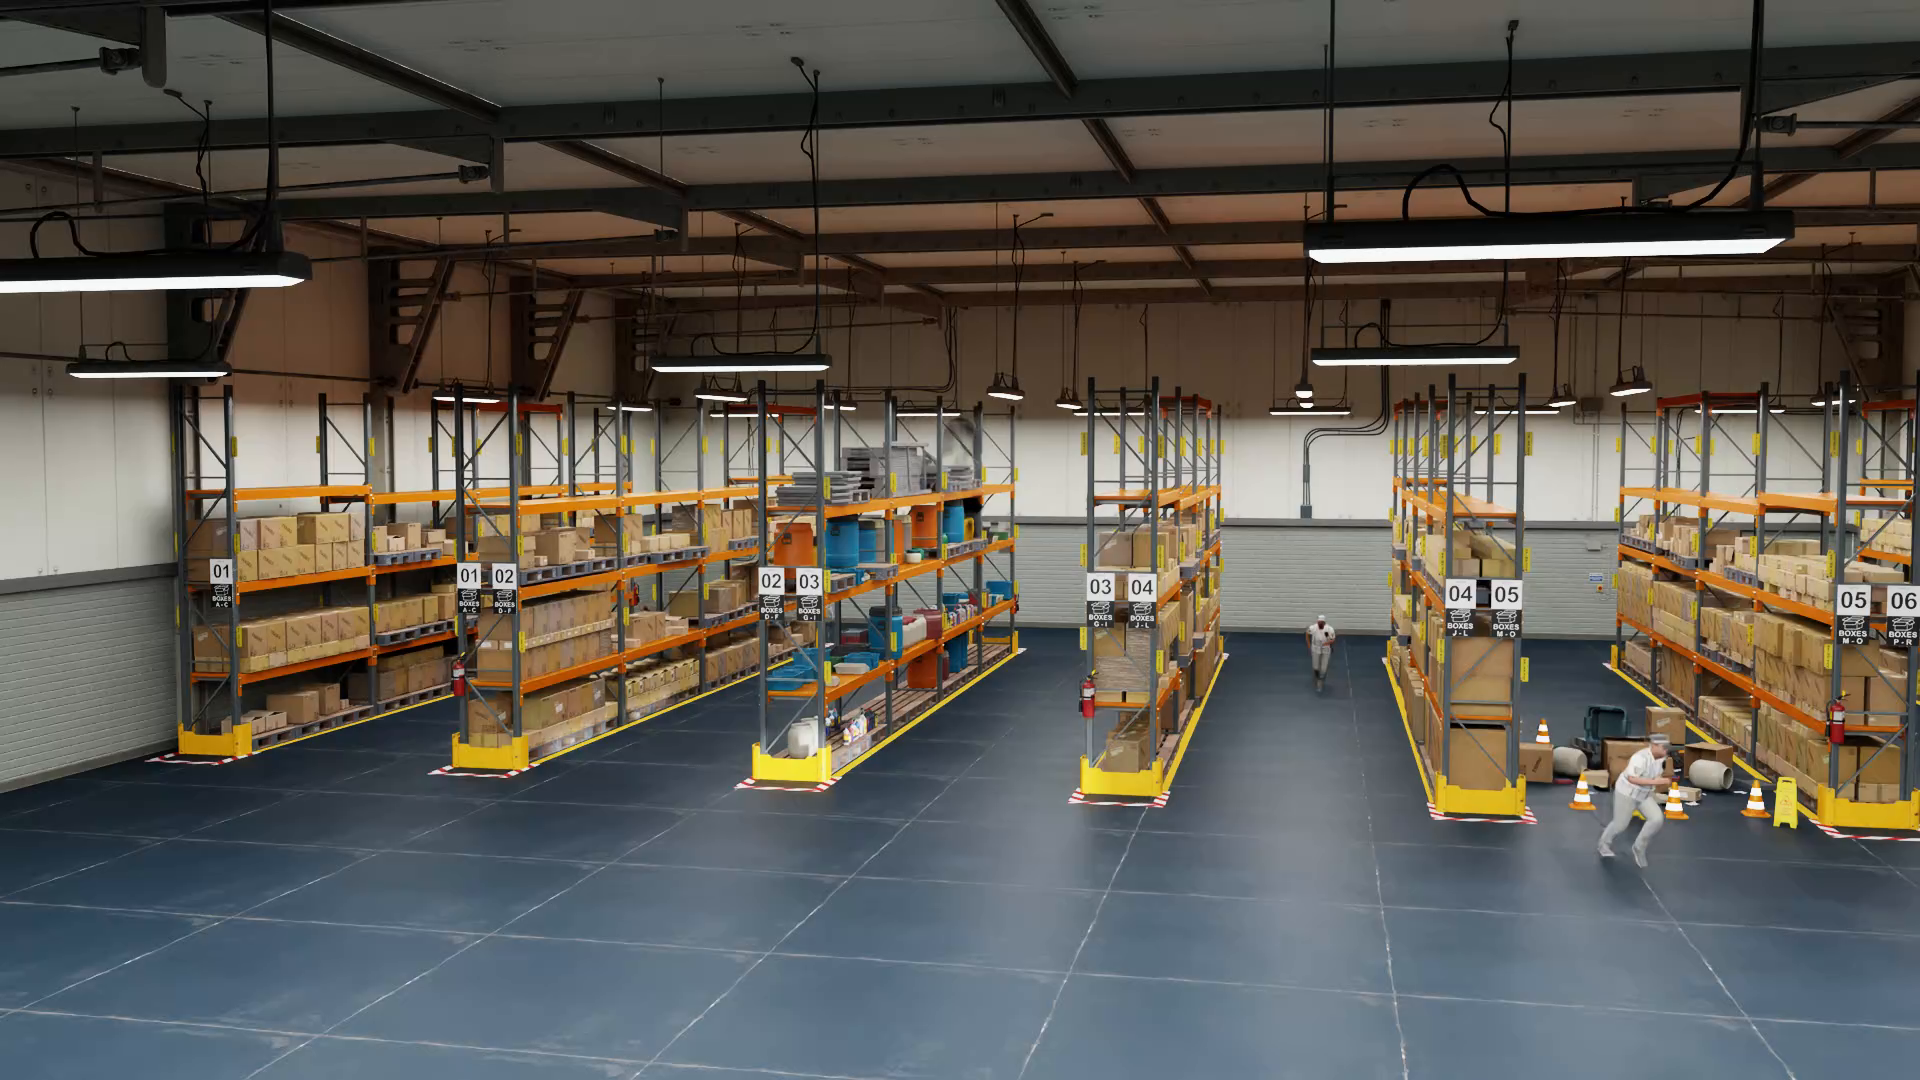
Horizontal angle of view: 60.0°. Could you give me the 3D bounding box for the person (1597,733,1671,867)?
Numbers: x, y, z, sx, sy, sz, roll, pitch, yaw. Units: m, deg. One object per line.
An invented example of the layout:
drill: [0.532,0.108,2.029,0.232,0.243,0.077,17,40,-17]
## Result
person: [8.110,3.104,19.905,0.702,1.664,1.012,-2,4,-30]

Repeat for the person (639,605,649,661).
person: [-6.790,2.192,35.790,0.537,1.560,0.874,0,3,7]

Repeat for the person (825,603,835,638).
person: [-3.500,1.746,43.307,0.578,1.660,0.634,3,4,39]

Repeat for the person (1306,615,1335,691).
person: [7.371,2.318,34.010,0.593,1.592,0.667,1,3,11]
